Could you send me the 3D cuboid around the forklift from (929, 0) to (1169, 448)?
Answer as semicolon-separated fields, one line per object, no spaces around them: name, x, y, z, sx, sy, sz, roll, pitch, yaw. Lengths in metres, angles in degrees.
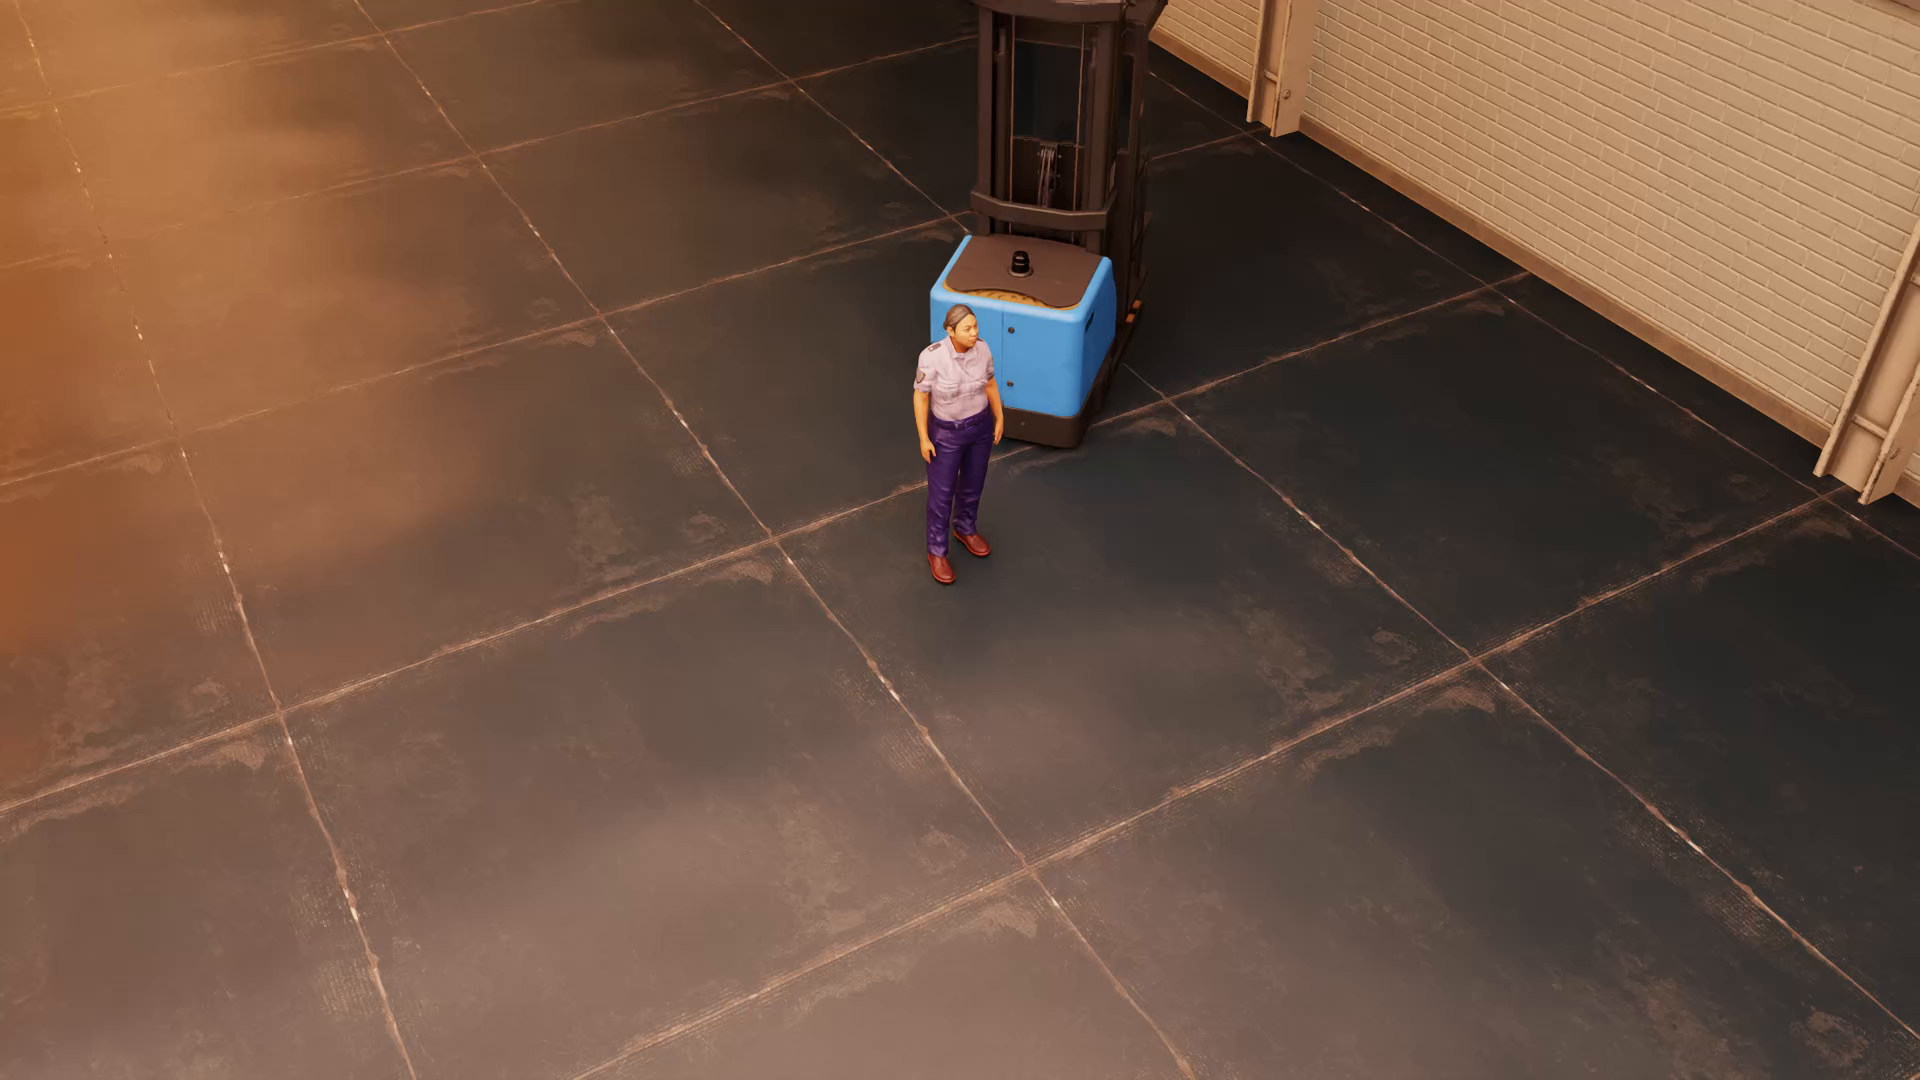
forklift;0.728;-2.684;11.272;1.130;2.935;3.031;12;41;14

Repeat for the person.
person;0.025;-0.583;9.732;0.598;1.651;0.501;-20;44;-23
